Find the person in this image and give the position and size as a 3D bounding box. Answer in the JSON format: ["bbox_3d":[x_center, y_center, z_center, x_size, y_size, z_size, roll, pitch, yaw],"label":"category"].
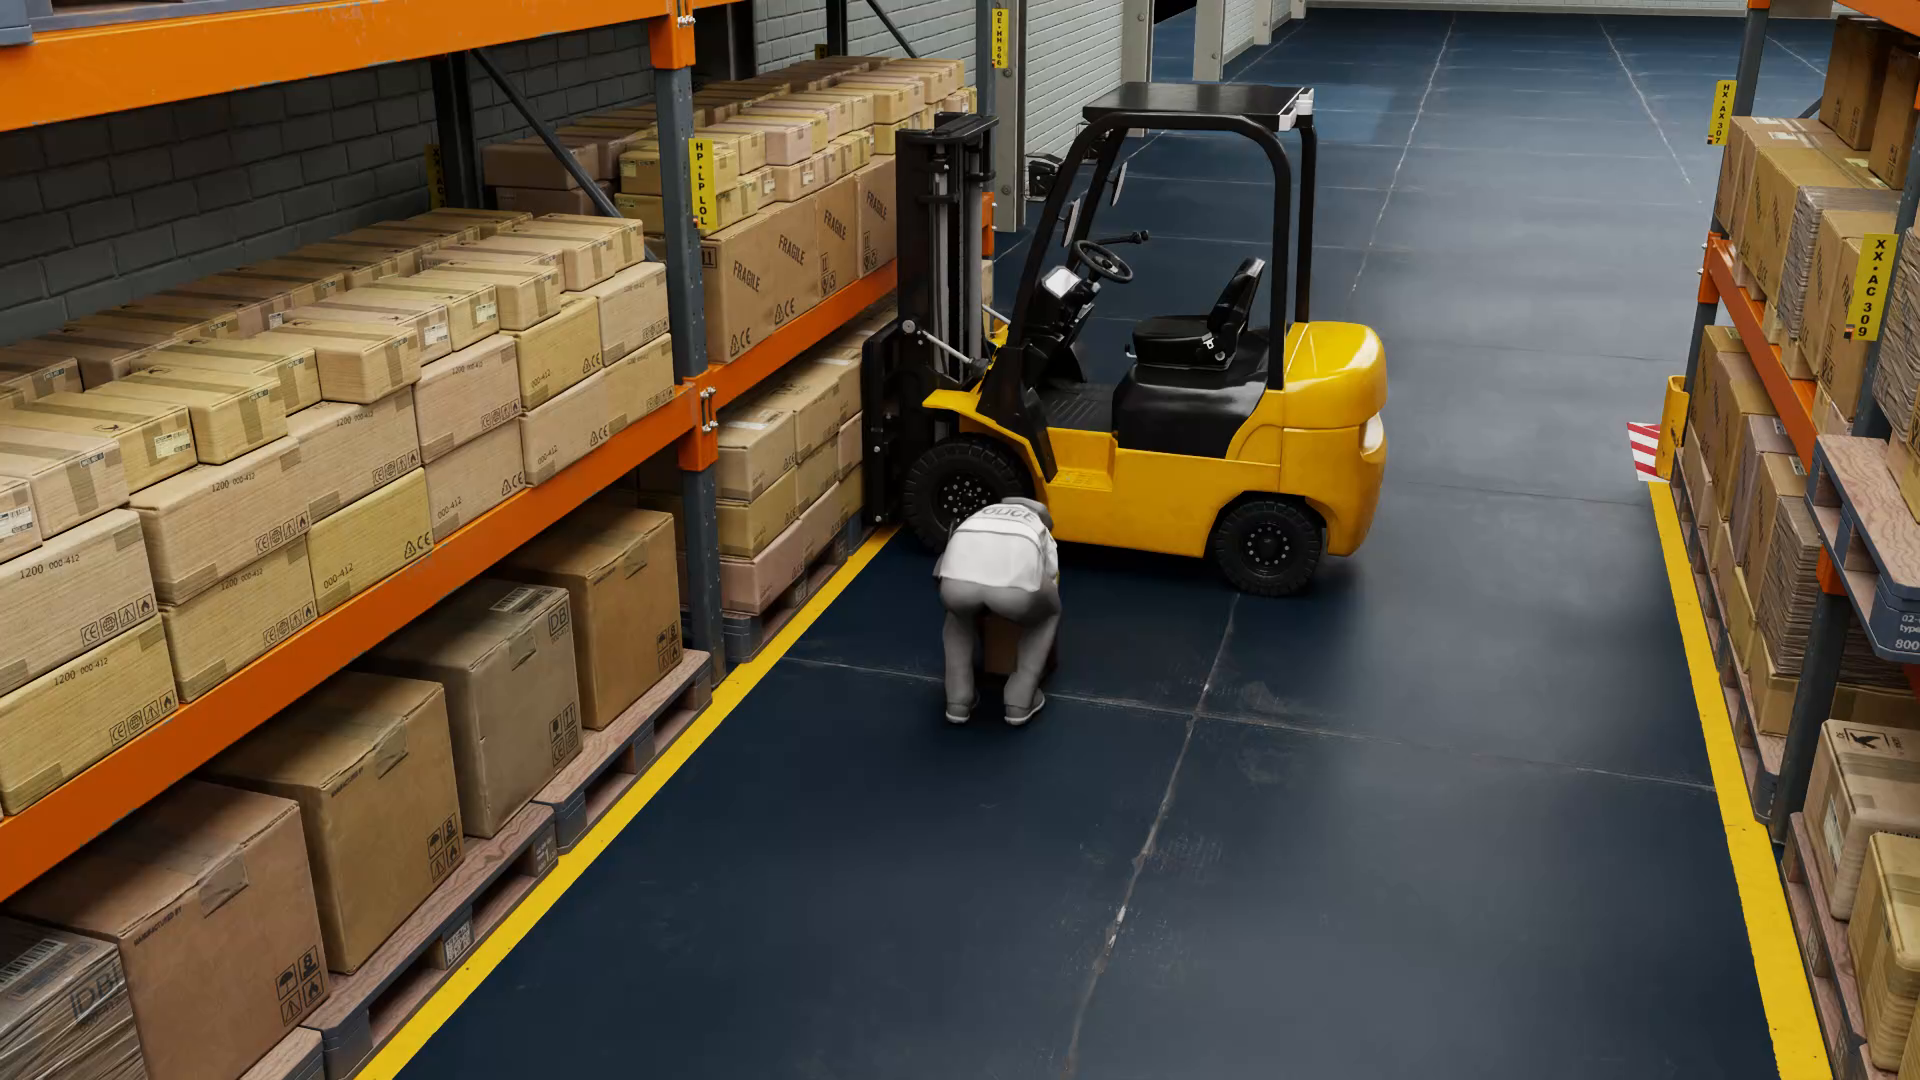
[{"bbox_3d":[0.168,0.248,6.582,0.464,0.852,0.913,5,23,13],"label":"person"}]
